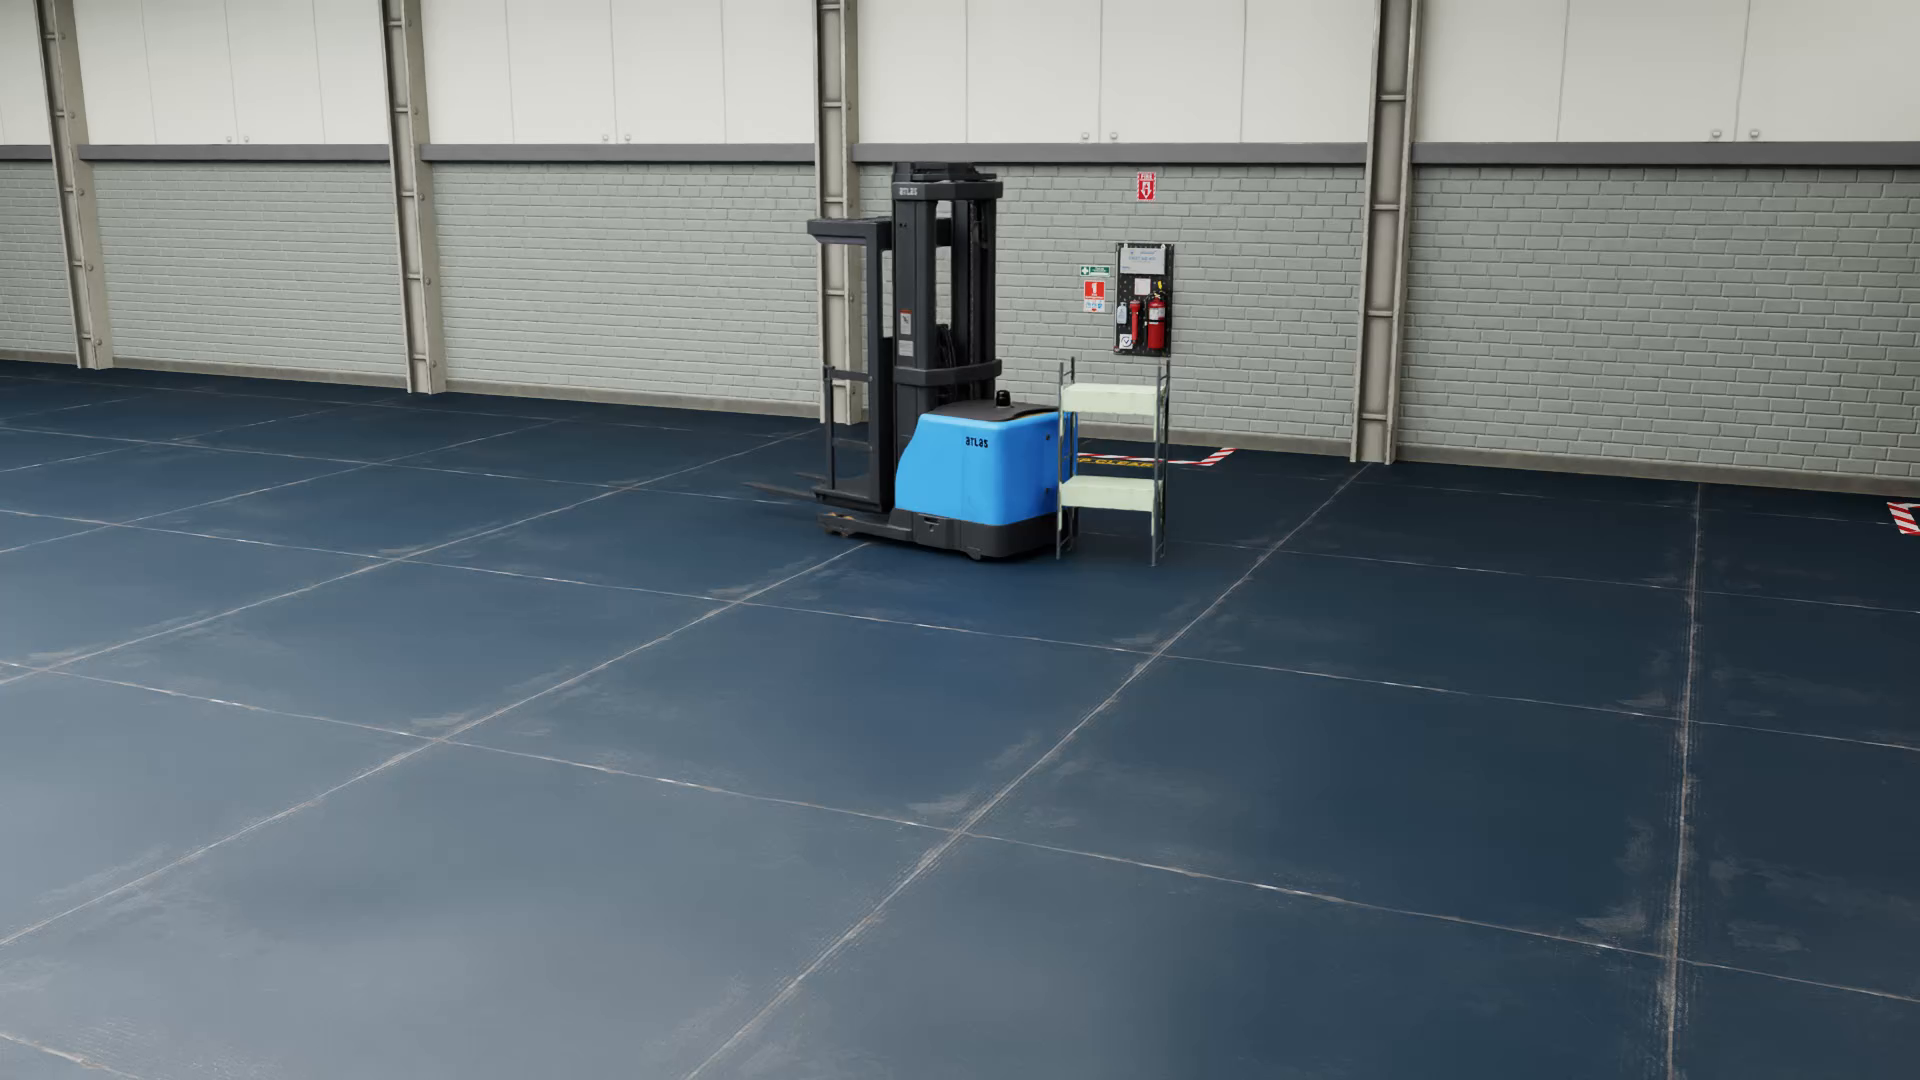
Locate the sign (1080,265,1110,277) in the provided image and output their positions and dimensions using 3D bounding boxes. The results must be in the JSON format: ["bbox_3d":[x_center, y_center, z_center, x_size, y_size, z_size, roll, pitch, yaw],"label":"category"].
[{"bbox_3d":[1.424,-2.838,17.544,0.331,0.109,0.001,6,14,23],"label":"sign"}]

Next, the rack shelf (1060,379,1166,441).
[{"bbox_3d":[1.151,-0.975,12.419,0.720,0.370,0.431,4,14,17],"label":"rack shelf"}]

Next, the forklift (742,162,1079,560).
[{"bbox_3d":[-0.517,-1.534,13.377,3.031,2.935,1.130,11,17,39],"label":"forklift"}]

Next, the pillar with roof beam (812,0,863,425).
[{"bbox_3d":[-3.098,-4.832,14.149,0.400,9.000,9.100,6,14,23],"label":"pillar with roof beam"}]

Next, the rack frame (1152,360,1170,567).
[{"bbox_3d":[1.500,-0.570,12.401,0.023,1.500,0.400,4,14,17],"label":"rack frame"}]

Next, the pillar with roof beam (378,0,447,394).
[{"bbox_3d":[-8.584,-5.387,16.515,0.400,9.000,9.100,6,14,23],"label":"pillar with roof beam"}]

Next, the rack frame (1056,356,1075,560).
[{"bbox_3d":[0.802,-0.620,12.615,0.023,1.500,0.400,4,14,17],"label":"rack frame"}]

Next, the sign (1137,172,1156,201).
[{"bbox_3d":[1.920,-3.642,17.135,0.199,0.298,0.001,6,14,23],"label":"sign"}]

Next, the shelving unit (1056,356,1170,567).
[{"bbox_3d":[1.151,-0.595,12.508,0.755,1.500,0.431,4,14,17],"label":"shelving unit"}]

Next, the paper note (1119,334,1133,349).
[{"bbox_3d":[1.753,-2.094,17.540,0.142,0.148,0.016,6,14,23],"label":"paper note"}]

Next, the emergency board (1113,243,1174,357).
[{"bbox_3d":[1.887,-2.492,17.308,0.643,1.169,0.194,6,14,23],"label":"emergency board"}]

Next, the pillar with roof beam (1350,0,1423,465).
[{"bbox_3d":[2.387,-4.277,11.783,0.400,9.000,9.100,6,14,23],"label":"pillar with roof beam"}]

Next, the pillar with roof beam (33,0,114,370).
[{"bbox_3d":[-14.070,-5.942,18.880,0.400,9.000,9.100,6,14,23],"label":"pillar with roof beam"}]

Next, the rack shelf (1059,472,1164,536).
[{"bbox_3d":[1.151,-0.278,12.582,0.720,0.370,0.431,4,14,17],"label":"rack shelf"}]

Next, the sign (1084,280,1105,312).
[{"bbox_3d":[1.423,-2.582,17.614,0.234,0.329,0.001,6,14,23],"label":"sign"}]
